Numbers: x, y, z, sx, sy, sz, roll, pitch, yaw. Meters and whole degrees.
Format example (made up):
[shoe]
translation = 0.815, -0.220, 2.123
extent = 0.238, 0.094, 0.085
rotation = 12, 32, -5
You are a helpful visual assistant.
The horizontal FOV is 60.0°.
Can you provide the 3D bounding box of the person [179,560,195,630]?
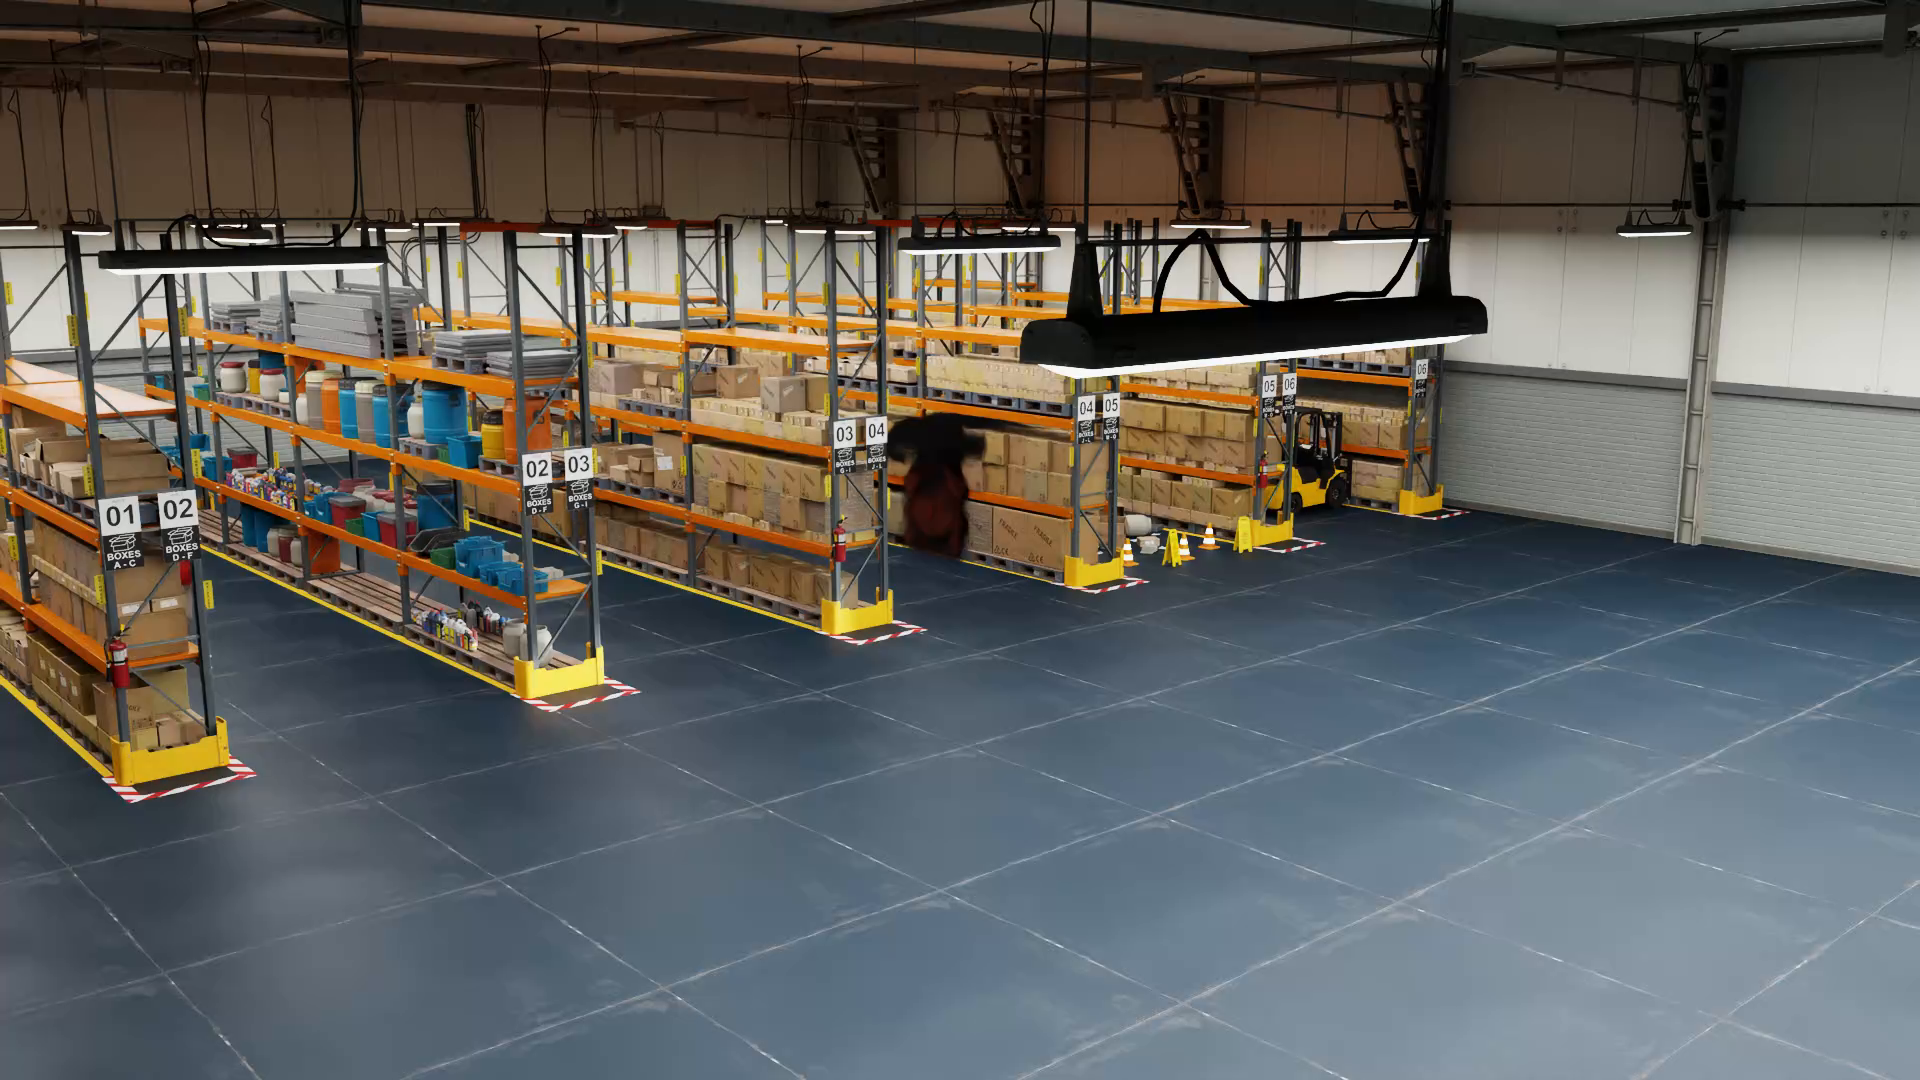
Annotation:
[person]
translation = -11.298, 0.740, 24.047
extent = 0.711, 1.657, 0.650
rotation = 7, 13, 29
